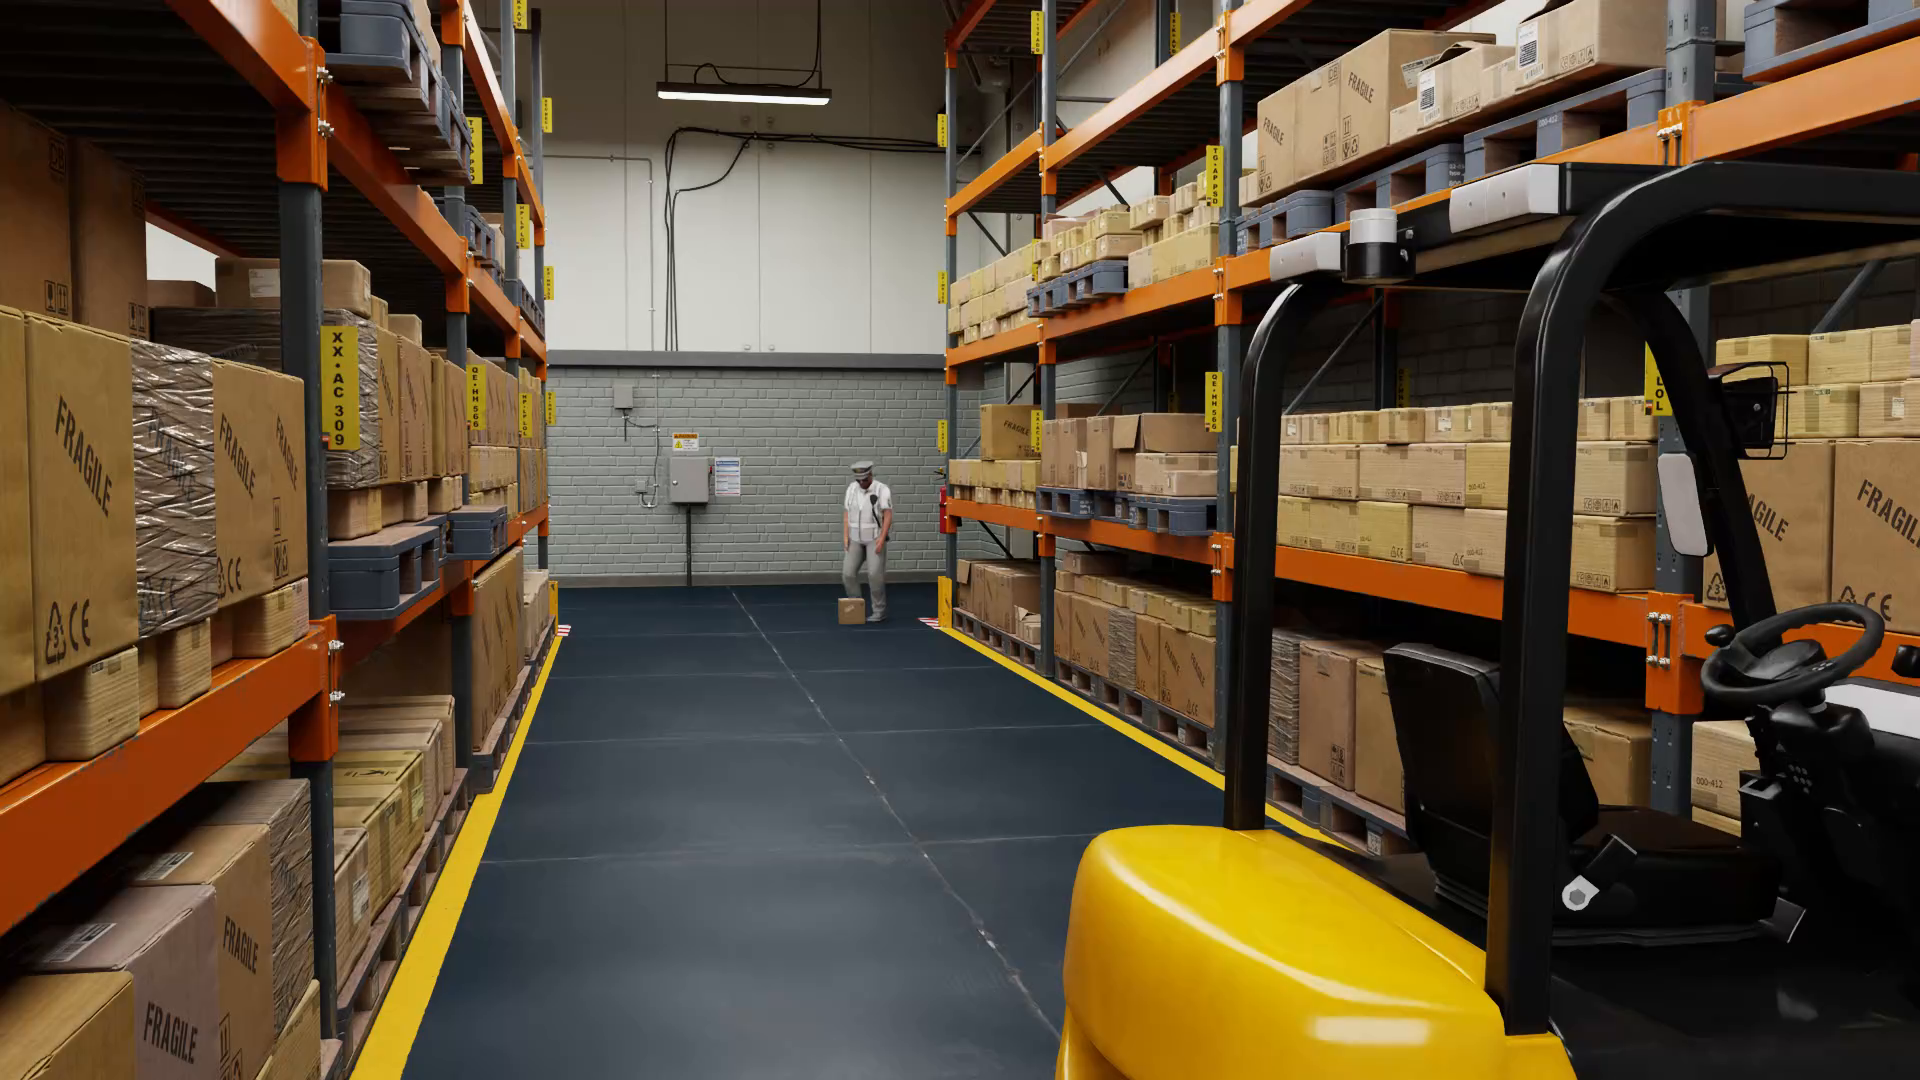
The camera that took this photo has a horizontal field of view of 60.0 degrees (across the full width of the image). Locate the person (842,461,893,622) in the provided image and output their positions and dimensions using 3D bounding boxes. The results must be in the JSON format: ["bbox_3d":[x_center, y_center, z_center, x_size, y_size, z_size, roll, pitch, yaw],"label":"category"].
[{"bbox_3d":[-0.972,0.023,17.535,0.561,1.666,0.517,1,3,24],"label":"person"}]
